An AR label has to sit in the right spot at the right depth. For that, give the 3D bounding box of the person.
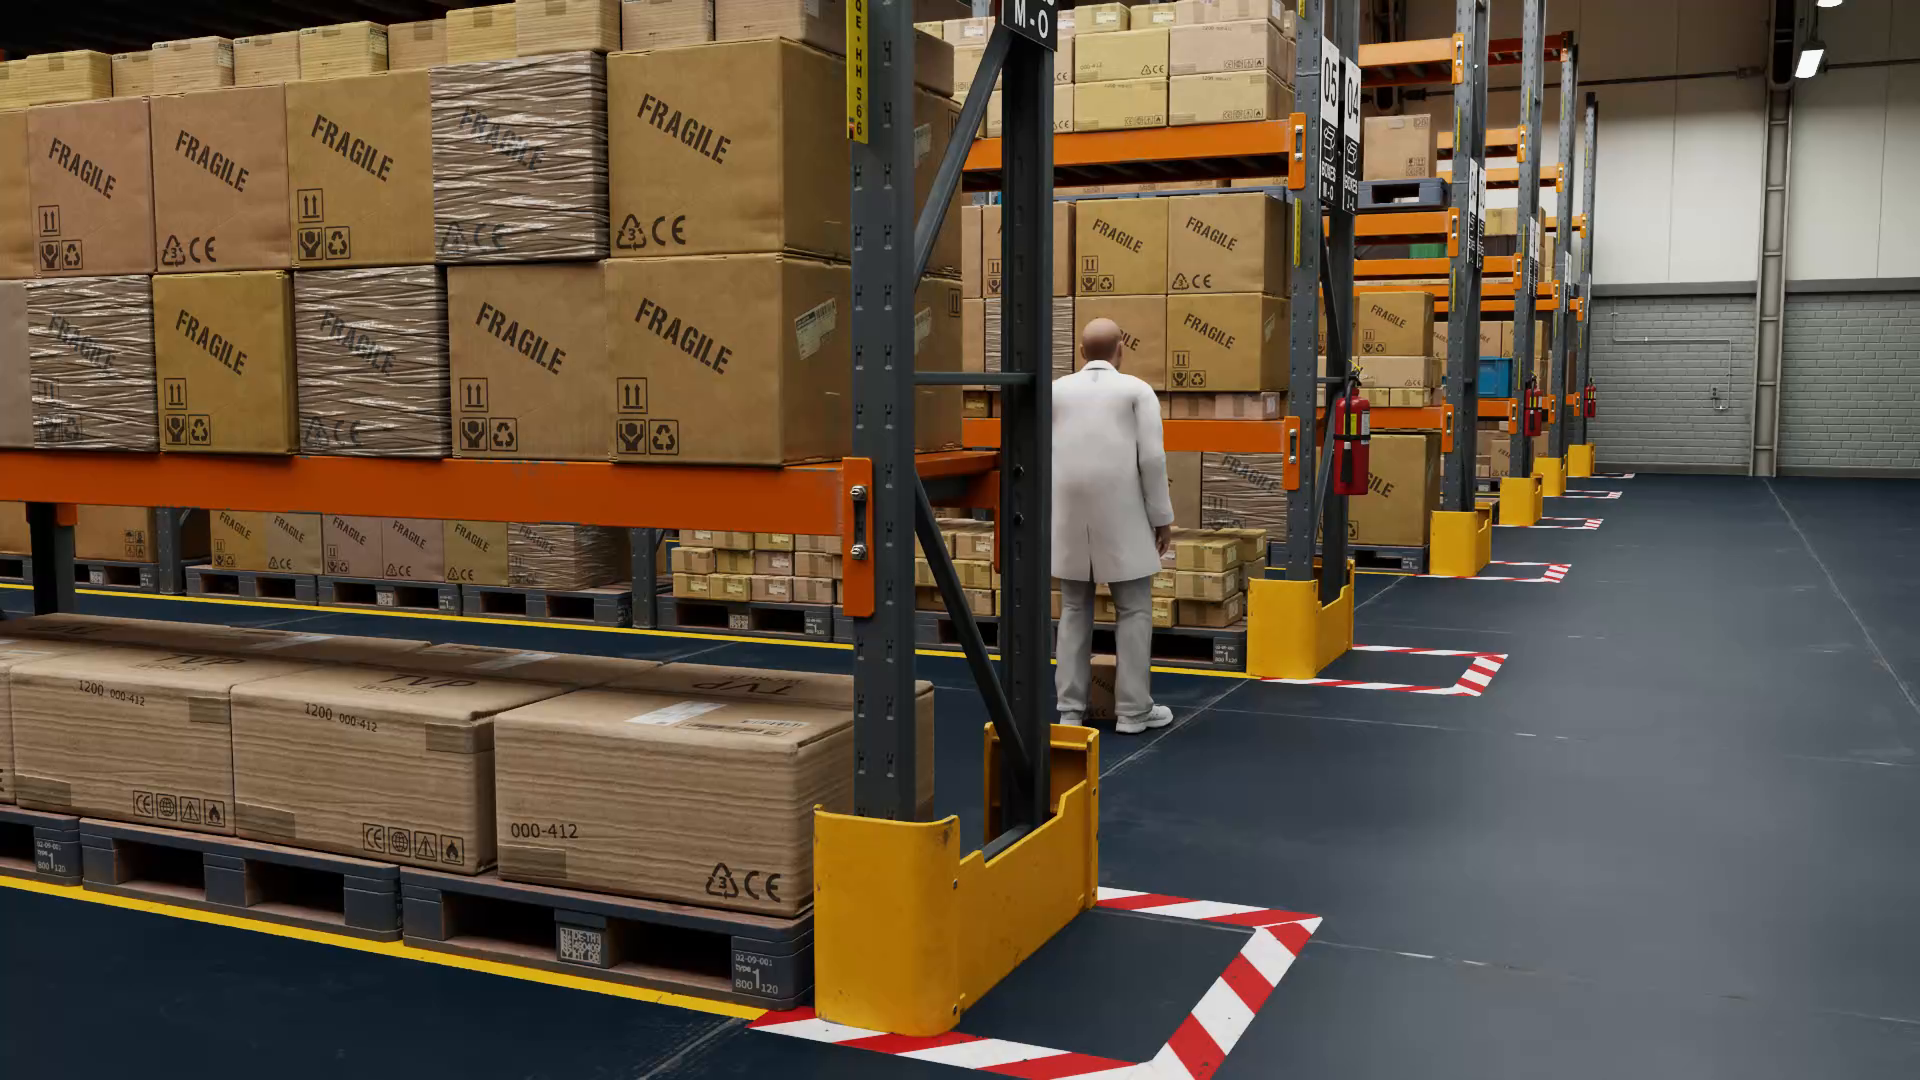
[{"bbox_3d":[-2.727,-0.812,14.998,13.121,1.774,12.011,2,6,24],"label":"person"}]
